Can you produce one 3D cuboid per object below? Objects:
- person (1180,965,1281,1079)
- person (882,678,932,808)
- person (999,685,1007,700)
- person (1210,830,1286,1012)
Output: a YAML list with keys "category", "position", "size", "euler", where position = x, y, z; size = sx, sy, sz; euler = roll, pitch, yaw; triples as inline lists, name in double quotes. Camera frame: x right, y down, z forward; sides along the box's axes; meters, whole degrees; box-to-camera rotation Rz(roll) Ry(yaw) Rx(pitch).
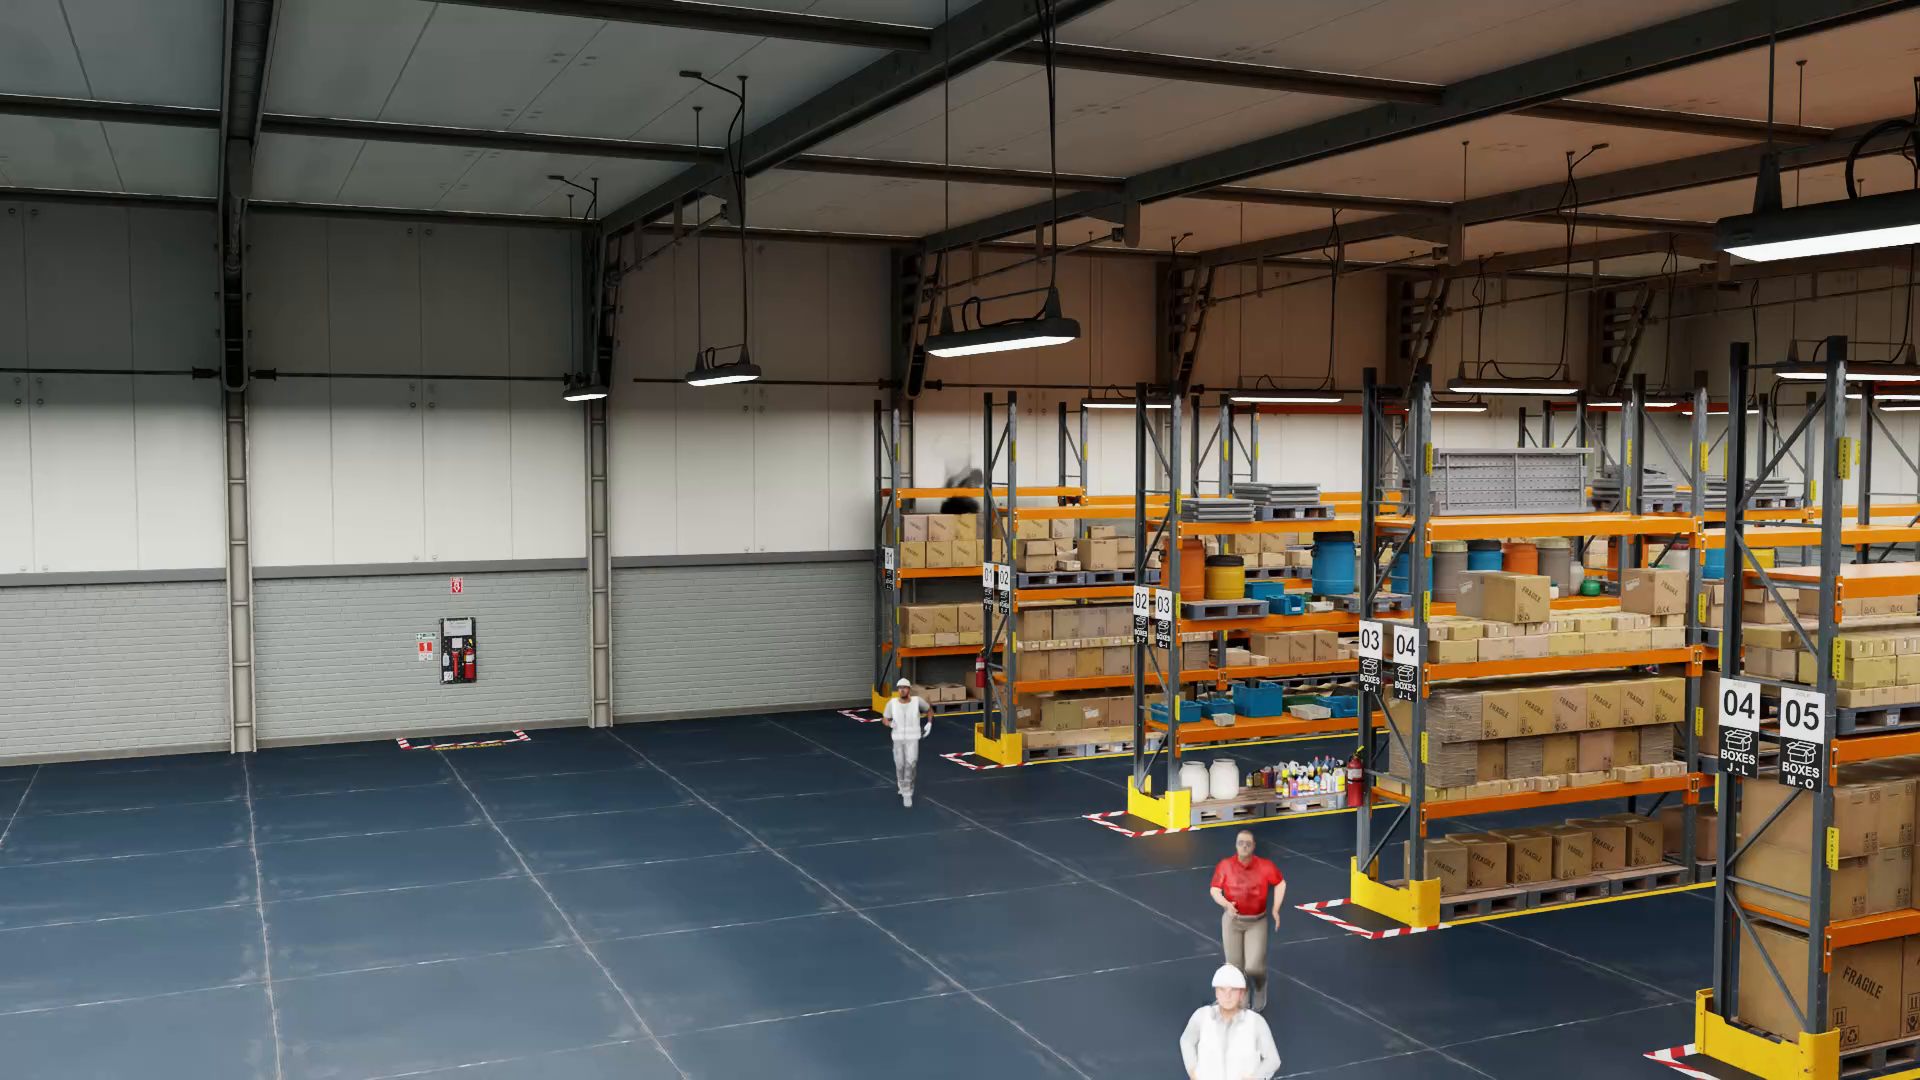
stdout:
- category: "person"
  position: [1.752, 3.645, 10.862]
  size: [0.671, 1.757, 0.796]
  euler: [1, 3, 15]
- category: "person"
  position: [-0.770, 2.900, 23.949]
  size: [0.691, 1.820, 0.775]
  euler: [0, 3, 8]
- category: "person"
  position: [1.011, 2.617, 29.055]
  size: [0.640, 1.737, 0.709]
  euler: [-3, 4, -38]
- category: "person"
  position: [2.553, 3.453, 14.863]
  size: [0.651, 1.682, 0.603]
  euler: [1, 3, 17]
